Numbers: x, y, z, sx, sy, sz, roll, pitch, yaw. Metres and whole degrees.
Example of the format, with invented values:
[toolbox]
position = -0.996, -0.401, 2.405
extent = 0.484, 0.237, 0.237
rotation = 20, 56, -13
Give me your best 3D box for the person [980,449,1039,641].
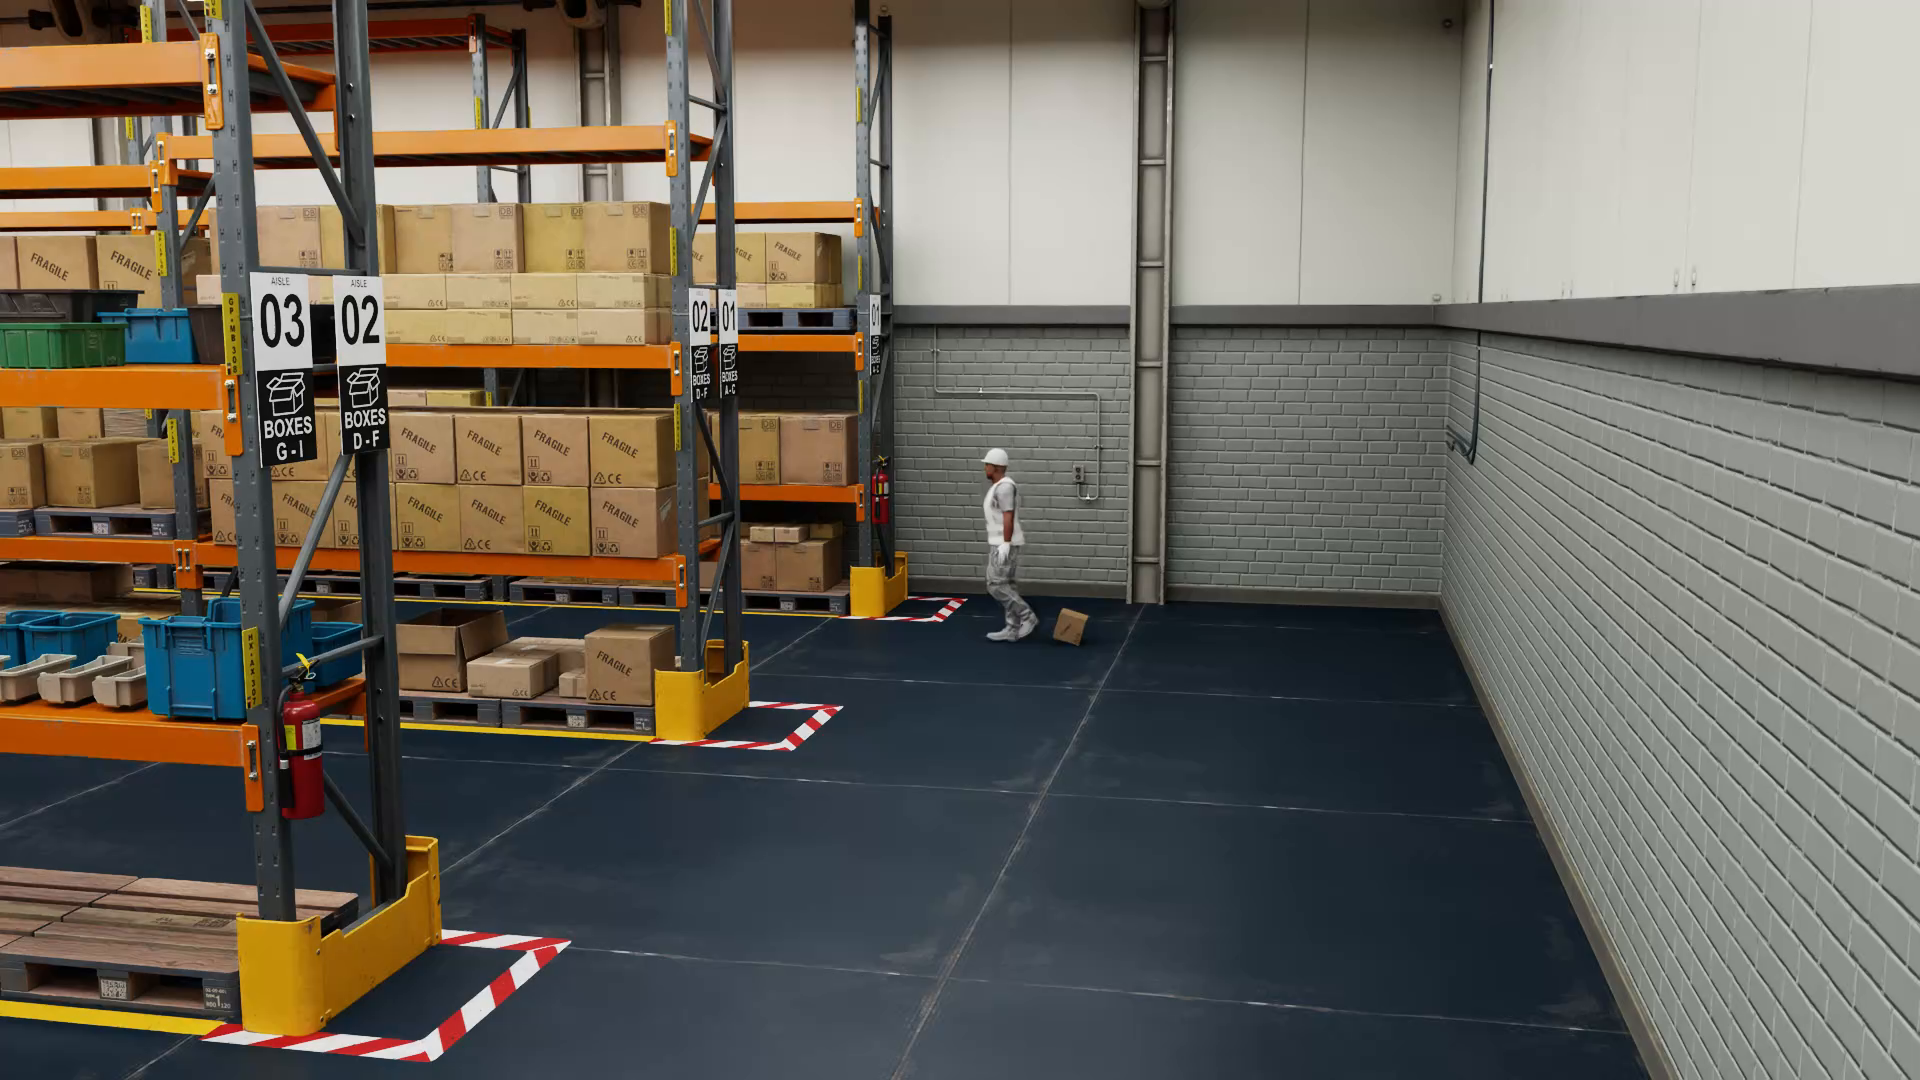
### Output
[person]
position = 0.456, 0.050, 15.304
extent = 0.555, 1.780, 0.586
rotation = 0, 8, 1
